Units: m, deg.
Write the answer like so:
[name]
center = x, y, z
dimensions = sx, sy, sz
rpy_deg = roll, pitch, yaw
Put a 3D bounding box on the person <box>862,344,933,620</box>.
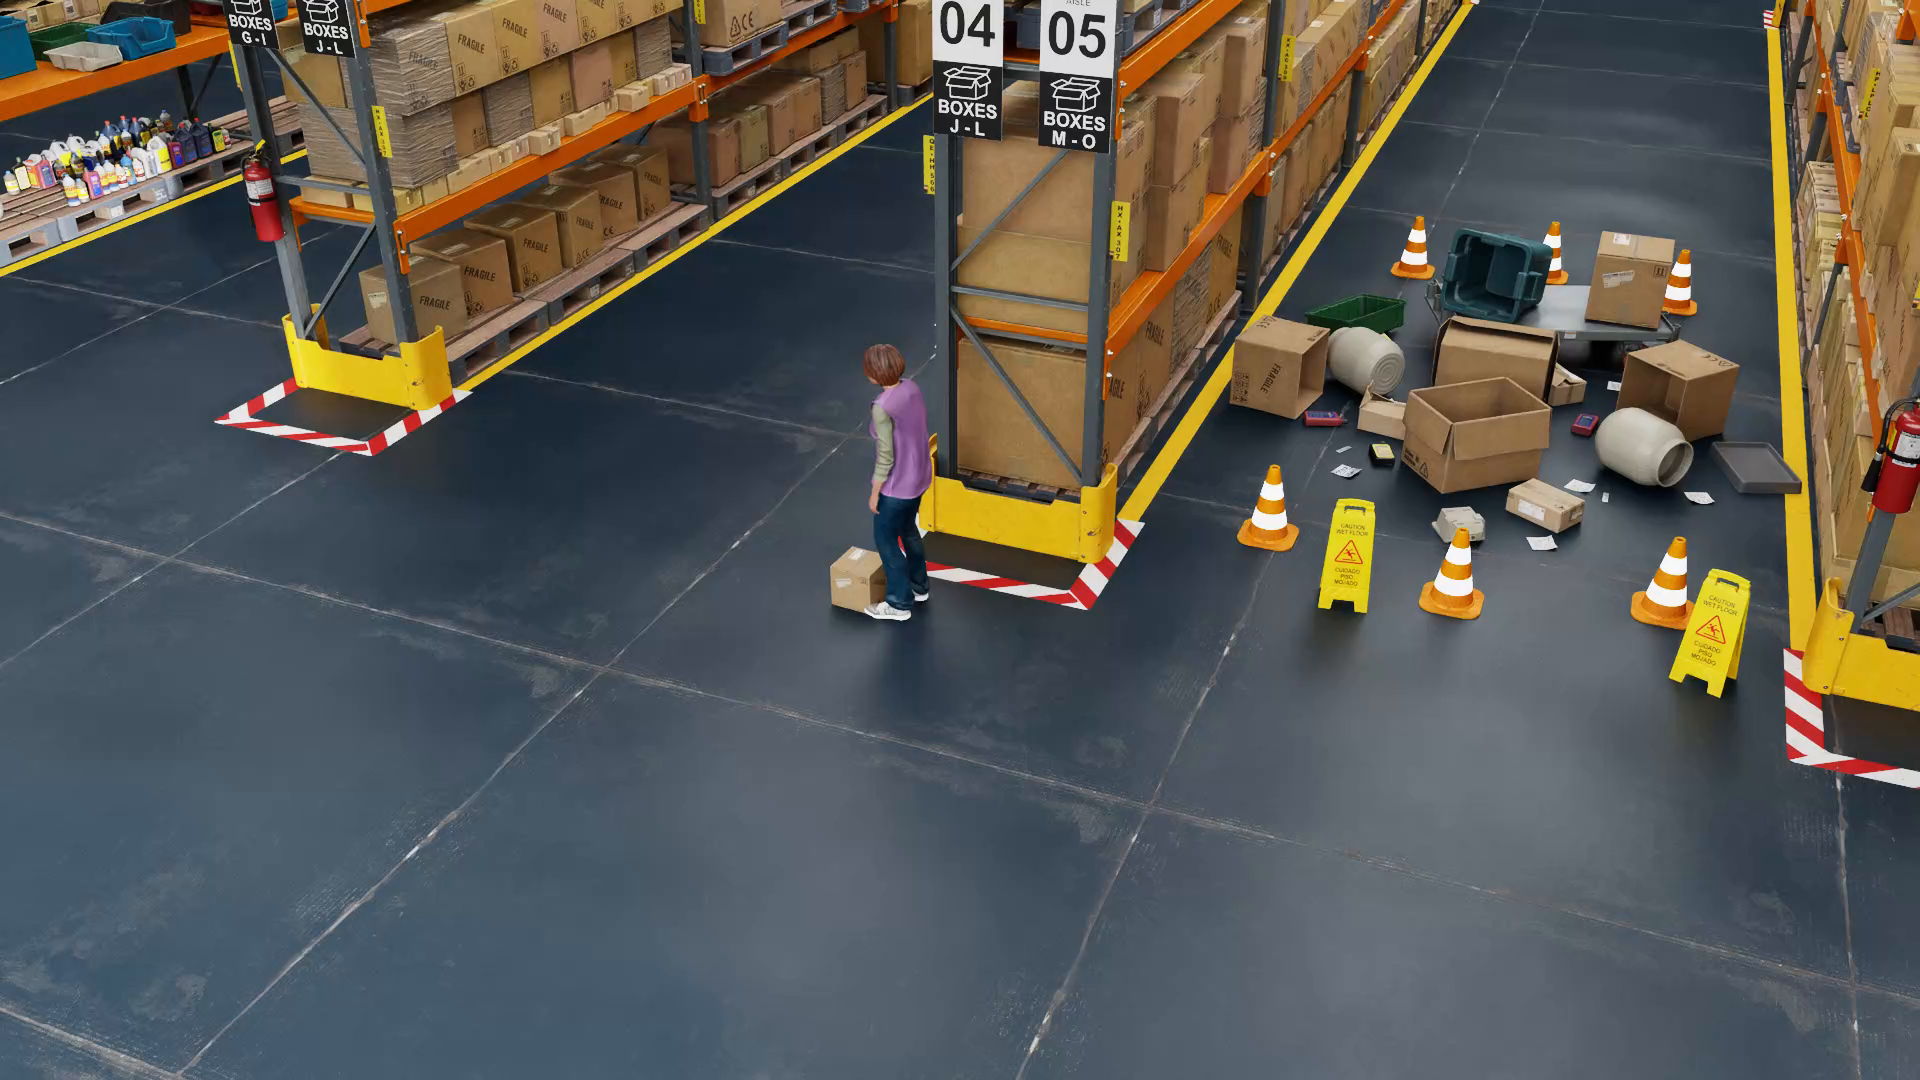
[person]
center = -0.332, -0.304, 8.924
dimensions = 0.347, 1.591, 0.459
rpy_deg = 14, 33, 23
